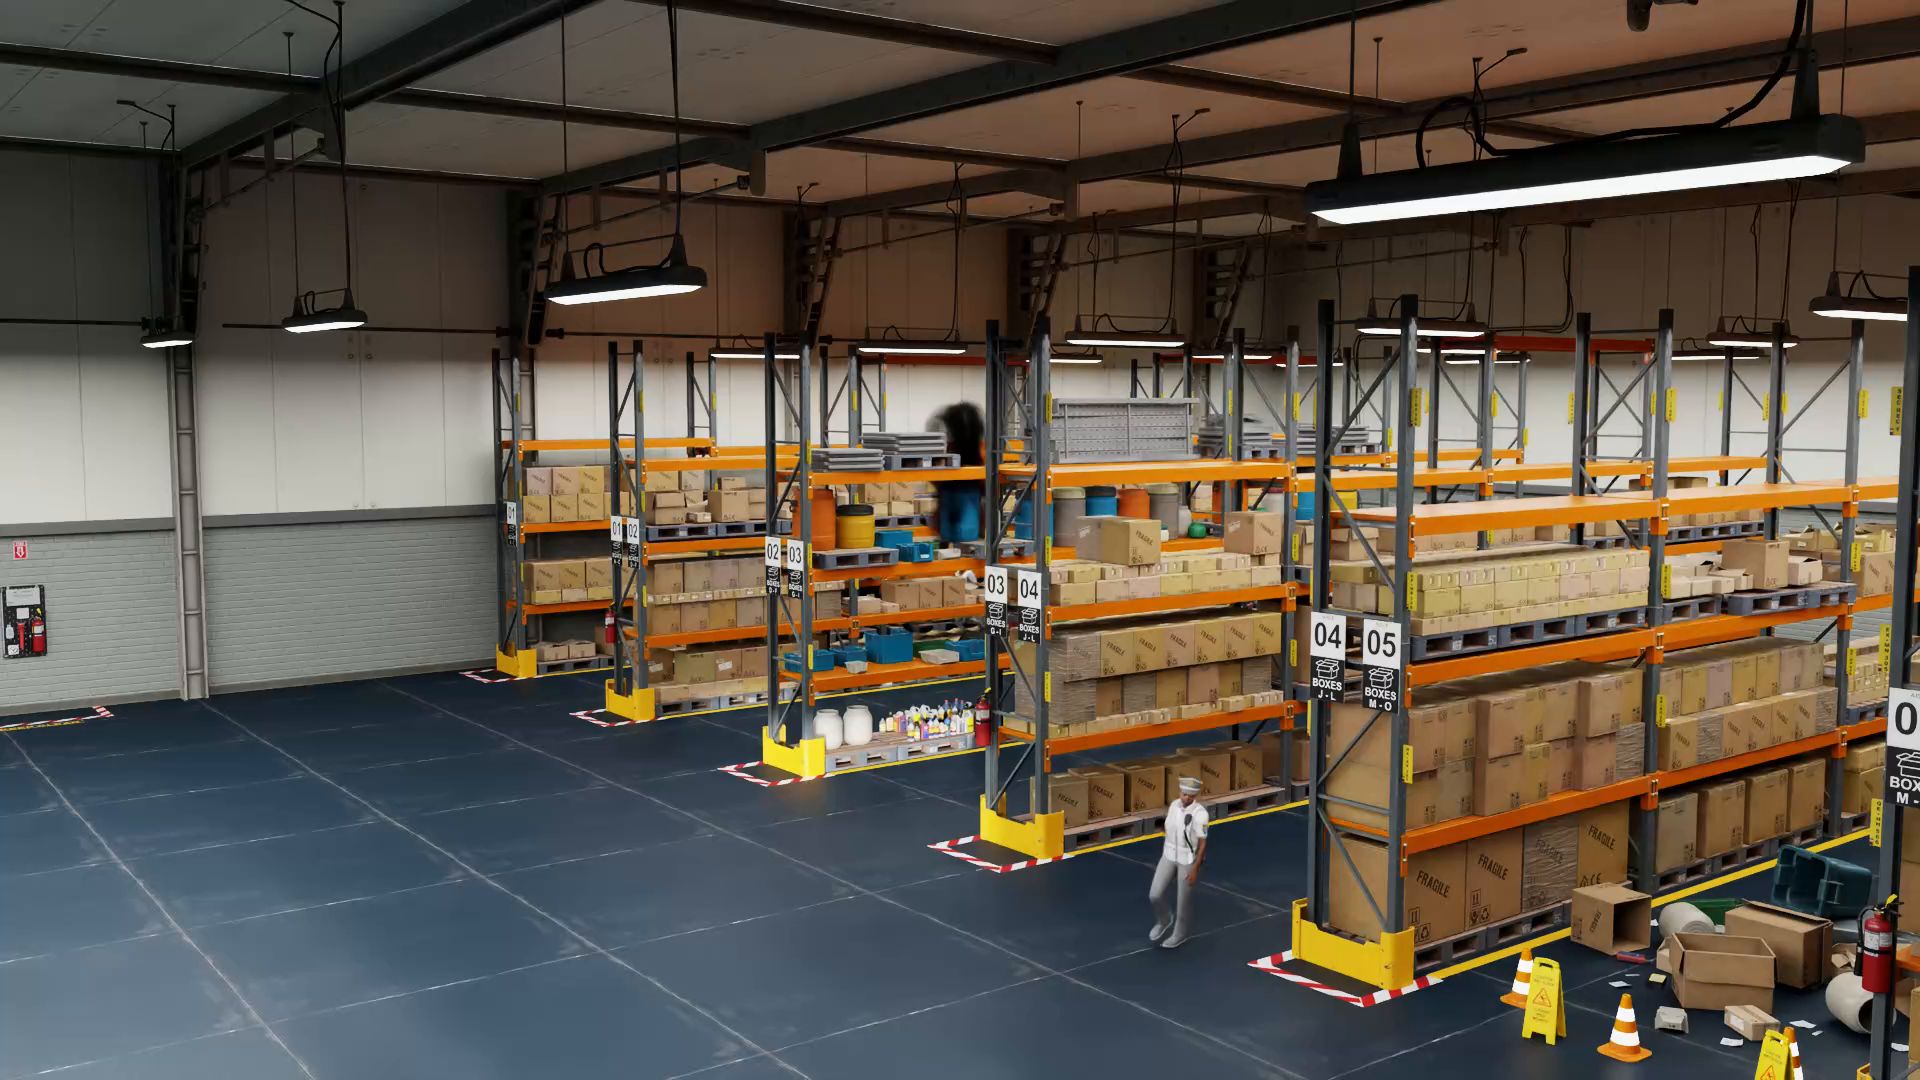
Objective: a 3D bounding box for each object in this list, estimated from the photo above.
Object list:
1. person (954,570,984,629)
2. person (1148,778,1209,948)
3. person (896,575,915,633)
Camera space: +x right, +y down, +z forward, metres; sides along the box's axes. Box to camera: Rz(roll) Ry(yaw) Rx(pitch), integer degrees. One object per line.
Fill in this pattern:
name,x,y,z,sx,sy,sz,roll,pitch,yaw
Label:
person,0.174,1.258,34.585,0.768,1.787,0.686,-4,6,-39
person,2.013,2.992,15.400,0.611,1.643,0.484,4,6,35
person,-1.083,1.429,33.830,0.545,1.503,0.872,3,6,32
